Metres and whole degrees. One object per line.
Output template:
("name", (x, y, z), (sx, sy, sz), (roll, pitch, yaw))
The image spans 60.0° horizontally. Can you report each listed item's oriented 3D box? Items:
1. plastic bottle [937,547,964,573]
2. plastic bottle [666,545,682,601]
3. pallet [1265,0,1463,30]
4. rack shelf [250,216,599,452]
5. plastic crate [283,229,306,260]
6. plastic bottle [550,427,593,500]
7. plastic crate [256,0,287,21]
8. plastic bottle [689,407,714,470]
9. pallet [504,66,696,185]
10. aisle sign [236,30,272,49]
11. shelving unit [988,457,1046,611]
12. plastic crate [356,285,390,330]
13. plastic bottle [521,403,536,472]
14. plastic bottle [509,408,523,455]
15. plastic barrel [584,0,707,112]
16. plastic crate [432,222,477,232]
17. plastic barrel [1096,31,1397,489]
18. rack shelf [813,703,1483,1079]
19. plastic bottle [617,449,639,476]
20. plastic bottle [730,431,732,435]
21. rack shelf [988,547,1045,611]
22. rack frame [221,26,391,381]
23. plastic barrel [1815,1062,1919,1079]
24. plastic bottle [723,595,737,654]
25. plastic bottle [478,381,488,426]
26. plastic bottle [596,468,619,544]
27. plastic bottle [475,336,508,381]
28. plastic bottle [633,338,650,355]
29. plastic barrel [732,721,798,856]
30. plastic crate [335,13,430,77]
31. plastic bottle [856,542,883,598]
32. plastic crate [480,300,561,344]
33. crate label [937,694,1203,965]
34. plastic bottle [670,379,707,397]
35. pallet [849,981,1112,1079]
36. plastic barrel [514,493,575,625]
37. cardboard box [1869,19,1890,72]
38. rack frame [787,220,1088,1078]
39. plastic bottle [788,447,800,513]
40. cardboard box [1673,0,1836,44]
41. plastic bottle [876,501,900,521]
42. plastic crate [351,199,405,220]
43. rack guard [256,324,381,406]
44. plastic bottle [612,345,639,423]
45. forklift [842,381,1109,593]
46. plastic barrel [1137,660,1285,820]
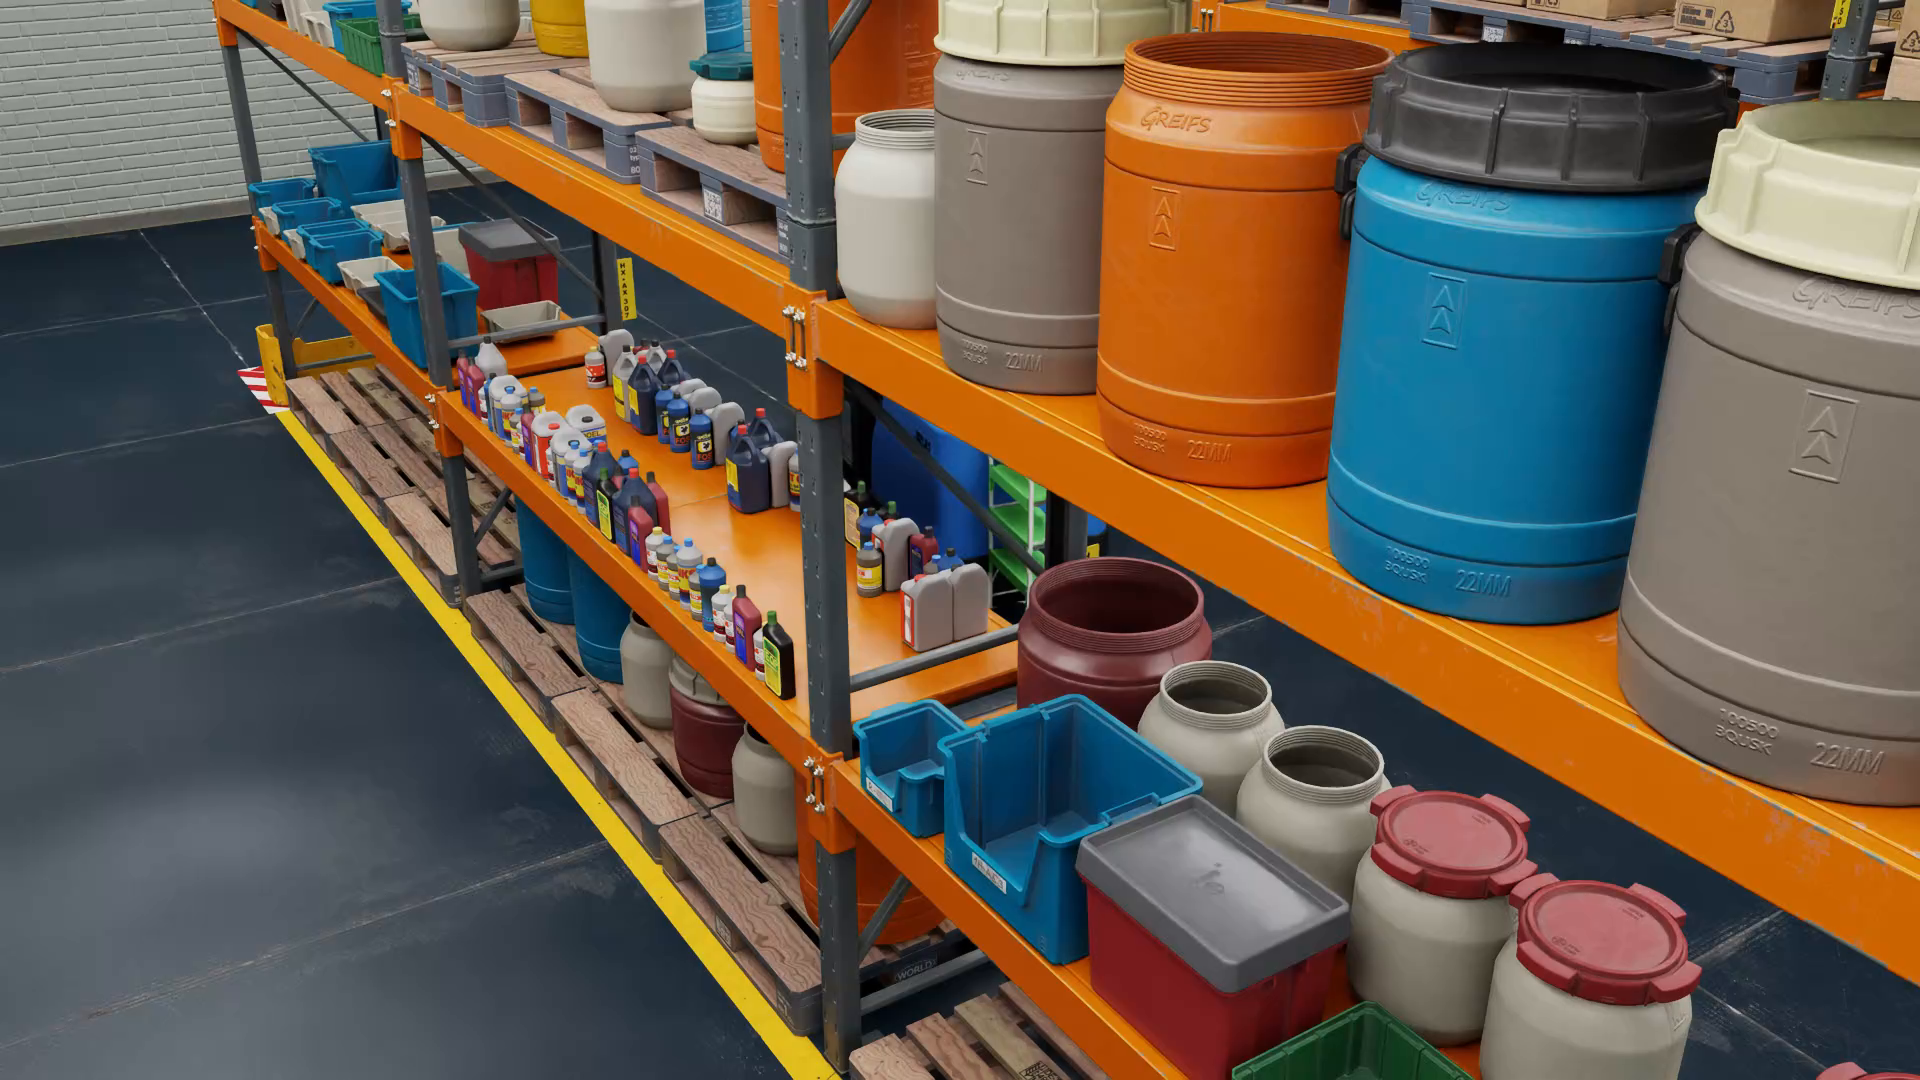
("plastic bottle", (-0.034, 0.156, 6.057), (0.097, 0.271, 0.097), (0, 25, 0))
("plastic bottle", (-1.046, 0.118, 6.219), (0.097, 0.201, 0.097), (0, 25, 0))
("pallet", (2.480, -3.163, 9.647), (0.805, 0.209, 1.217), (-17, 30, -32))
("rack shelf", (-3.303, -1.445, 10.141), (1.077, 0.370, 4.000), (-16, 29, -30))
("plastic crate", (-4.060, -1.852, 10.398), (0.250, 0.136, 0.298), (-16, 29, -30))
("plastic bottle", (-1.646, -0.331, 7.082), (0.152, 0.276, 0.135), (-16, 29, -30))
("plastic crate", (-3.791, -3.204, 9.582), (0.504, 0.338, 0.767), (-16, 29, -30))
("plastic bottle", (-1.145, -0.454, 7.348), (0.097, 0.271, 0.097), (0, 25, 0))
("pallet", (-1.080, -1.664, 6.468), (1.003, 0.211, 1.213), (-16, 29, -30))
("aisle sign", (-4.683, -3.618, 10.855), (0.394, 0.787, 0.004), (-16, 29, -30))
("shelving unit", (0.358, -0.092, 8.540), (0.258, 1.200, 0.503), (-10, 27, -20))
("plastic crate", (-3.048, -1.296, 9.233), (0.437, 0.125, 0.590), (-16, 29, -30))
("plastic bottle", (-1.884, -0.454, 7.335), (0.061, 0.283, 0.133), (-16, 29, -30))
("plastic bottle", (-1.985, -0.498, 7.523), (0.097, 0.201, 0.097), (0, 25, 0))
("plastic barrel", (-1.122, -1.831, 5.951), (0.433, 0.535, 0.433), (0, 25, 0))
("plastic crate", (-3.059, -1.763, 10.096), (0.416, 0.233, 0.300), (-16, 29, -30))
("plastic barrel", (0.596, -0.597, 3.484), (0.600, 0.830, 0.708), (-16, 29, -30))
("rack shelf", (1.064, 1.416, 4.079), (1.077, 0.370, 4.000), (-16, 29, -30))
("plastic bottle", (-1.379, -0.245, 6.905), (0.097, 0.271, 0.097), (0, 25, 0))
("plastic bottle", (-0.965, -0.423, 7.364), (0.097, 0.201, 0.097), (0, 25, 0))
("rack shelf", (0.357, 0.183, 8.669), (0.258, 0.148, 0.480), (-10, 27, -20))
("rack frame", (-4.395, -2.486, 11.502), (1.000, 3.000, 0.127), (-16, 29, -30))
("plastic barrel", (1.817, 1.351, 3.215), (0.433, 0.535, 0.433), (0, 25, 0))
("plastic bottle", (-0.780, 0.292, 5.851), (0.097, 0.201, 0.097), (0, 25, 0))
("plastic bottle", (-2.218, -0.650, 7.846), (0.097, 0.201, 0.097), (0, 25, 0))
("plastic bottle", (-1.404, -0.140, 6.669), (0.061, 0.283, 0.133), (-16, 29, -30))
("plastic bottle", (-2.269, -0.817, 8.025), (0.144, 0.351, 0.185), (-16, 29, -30))
("plastic bottle", (-1.561, -0.865, 8.205), (0.061, 0.283, 0.133), (-16, 29, -30))
("plastic barrel", (-0.692, 0.958, 6.628), (0.421, 0.512, 0.421), (0, 25, 0))
("plastic crate", (-2.696, -2.397, 8.048), (0.450, 0.188, 0.662), (-16, 29, -30))
("plastic bottle", (-0.340, 0.105, 6.246), (0.097, 0.201, 0.097), (0, 25, 0))
("plastic crate", (-2.346, -1.163, 8.938), (0.396, 0.136, 0.243), (-16, 29, -30))
("crate label", (0.288, 0.778, 4.547), (0.502, 0.435, 0.616), (-16, 29, -30))
("plastic bottle", (-1.251, -0.623, 7.700), (0.152, 0.276, 0.135), (-16, 29, -30))
("pallet", (0.362, 1.923, 5.430), (1.003, 0.211, 1.213), (-16, 29, -30))
("plastic barrel", (-1.929, -0.098, 8.409), (0.600, 0.901, 0.708), (-16, 29, -30))
("cardboard box", (9.202, -5.030, 16.774), (0.500, 0.500, 0.500), (-16, 30, -30))
("rack frame", (-0.028, 0.375, 5.441), (1.000, 3.000, 0.127), (-16, 29, -30))
("plastic bottle", (-0.664, -0.257, 6.932), (0.097, 0.271, 0.097), (0, 25, 0))
("cardboard box", (3.729, -2.573, 7.561), (0.797, 0.503, 0.637), (-14, 29, -27))
("plastic bottle", (-0.281, -0.026, 6.428), (0.061, 0.283, 0.133), (-16, 29, -30))
("plastic crate", (-3.798, -2.144, 11.017), (0.396, 0.136, 0.243), (-16, 29, -30))
("rack guard", (-4.419, -1.361, 12.048), (1.175, 0.500, 0.348), (-16, 29, -30))
("plastic bottle", (-1.556, -0.747, 7.876), (0.144, 0.351, 0.185), (-16, 29, -30))
("forklift", (-0.215, -1.596, 9.698), (1.130, 2.935, 3.031), (-10, 27, -20))
("plastic barrel", (0.713, 0.643, 4.743), (0.421, 0.512, 0.421), (0, 25, 0))
